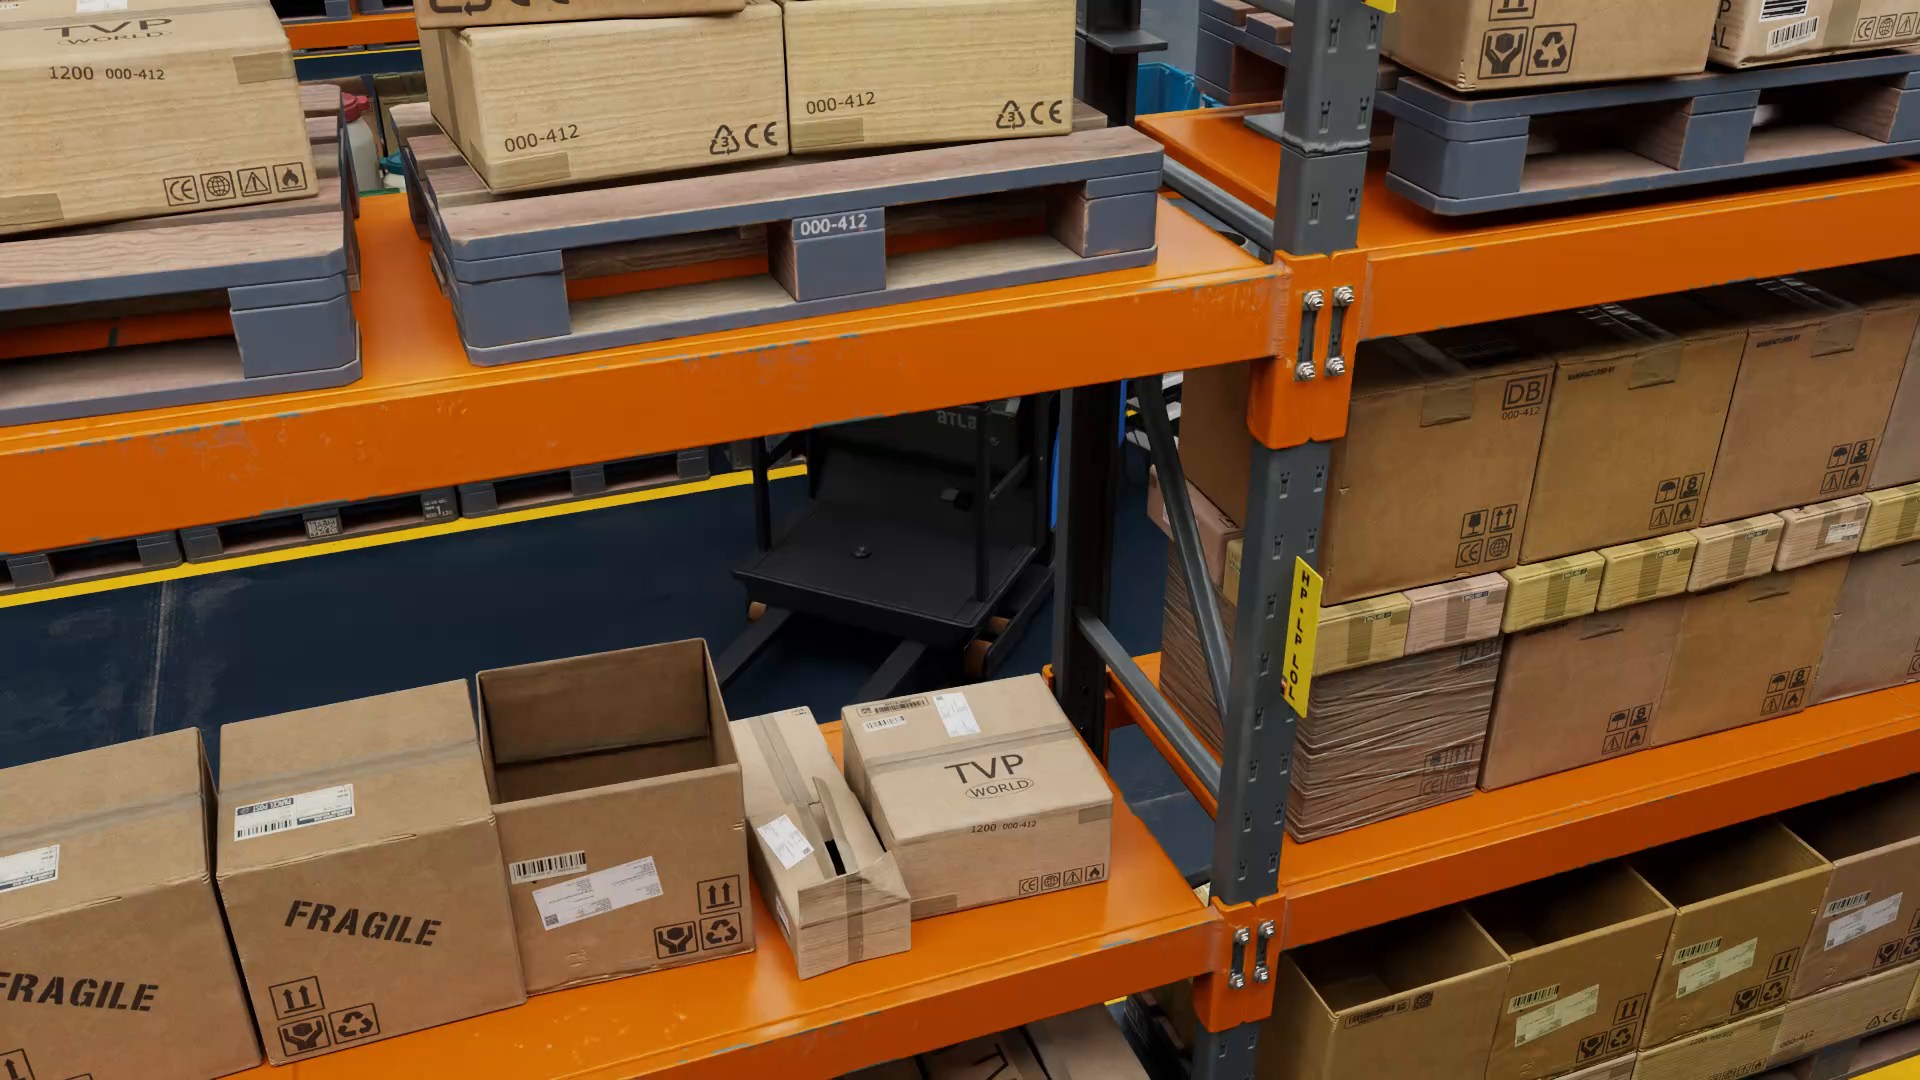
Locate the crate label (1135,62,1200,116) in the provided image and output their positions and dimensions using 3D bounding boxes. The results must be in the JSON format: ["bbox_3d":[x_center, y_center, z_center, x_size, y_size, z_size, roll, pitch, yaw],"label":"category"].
[{"bbox_3d":[0.869,-2.149,8.457,0.616,0.435,0.502,-10,31,-18],"label":"crate label"}]

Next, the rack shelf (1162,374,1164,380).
[{"bbox_3d":[0.939,-0.857,7.867,0.200,0.077,0.258,-23,37,-34],"label":"rack shelf"}]

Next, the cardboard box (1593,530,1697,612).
[{"bbox_3d":[1.516,-0.004,3.971,0.250,0.149,0.380,-11,31,-18],"label":"cardboard box"}]

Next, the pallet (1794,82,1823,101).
[{"bbox_3d":[2.407,-1.221,3.922,1.213,0.211,1.003,-10,31,-18],"label":"pallet"}]

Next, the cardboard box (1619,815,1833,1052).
[{"bbox_3d":[1.956,0.991,4.576,0.500,0.500,0.500,-10,31,-18],"label":"cardboard box"}]

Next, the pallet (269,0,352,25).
[{"bbox_3d":[-4.884,-3.772,11.534,1.213,0.211,1.003,-10,31,-18],"label":"pallet"}]

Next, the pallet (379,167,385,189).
[{"bbox_3d":[-4.851,-2.626,12.145,1.213,0.211,1.003,-10,31,-18],"label":"pallet"}]

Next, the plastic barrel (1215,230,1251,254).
[{"bbox_3d":[1.440,-1.443,9.342,0.421,0.512,0.421,0,30,0],"label":"plastic barrel"}]

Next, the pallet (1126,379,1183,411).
[{"bbox_3d":[0.540,-0.984,9.264,1.213,0.211,1.003,-10,31,-18],"label":"pallet"}]

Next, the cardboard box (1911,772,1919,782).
[{"bbox_3d":[2.893,0.818,4.880,0.500,0.500,0.500,-10,31,-18],"label":"cardboard box"}]

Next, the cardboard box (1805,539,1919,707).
[{"bbox_3d":[2.332,0.021,4.582,0.500,0.500,0.700,-9,31,-16],"label":"cardboard box"}]

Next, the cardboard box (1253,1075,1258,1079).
[{"bbox_3d":[1.015,1.485,4.467,0.500,0.250,0.500,-10,31,-18],"label":"cardboard box"}]

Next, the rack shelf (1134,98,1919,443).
[{"bbox_3d":[2.349,-0.924,4.038,4.000,0.370,1.077,-10,31,-18],"label":"rack shelf"}]

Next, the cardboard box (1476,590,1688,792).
[{"bbox_3d":[1.380,0.195,4.277,0.500,0.500,0.700,-11,31,-18],"label":"cardboard box"}]

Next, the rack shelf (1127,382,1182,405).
[{"bbox_3d":[0.939,-0.700,7.956,0.200,0.077,0.258,-23,37,-34],"label":"rack shelf"}]

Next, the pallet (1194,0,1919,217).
[{"bbox_3d":[1.265,-1.012,3.556,1.213,0.211,1.003,-10,31,-18],"label":"pallet"}]

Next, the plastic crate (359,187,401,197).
[{"bbox_3d":[-2.783,-1.363,7.327,0.662,0.188,0.450,-10,31,-18],"label":"plastic crate"}]

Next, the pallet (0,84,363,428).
[{"bbox_3d":[-1.622,-0.472,2.709,1.213,0.211,1.003,-9,31,-15],"label":"pallet"}]

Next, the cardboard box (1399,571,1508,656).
[{"bbox_3d":[1.029,0.087,3.811,0.250,0.149,0.380,-10,31,-17],"label":"cardboard box"}]

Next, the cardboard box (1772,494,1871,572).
[{"bbox_3d":[2.001,-0.094,4.129,0.250,0.149,0.380,-11,32,-19],"label":"cardboard box"}]

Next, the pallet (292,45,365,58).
[{"bbox_3d":[-6.453,-4.911,16.157,1.213,0.211,1.003,-10,31,-18],"label":"pallet"}]

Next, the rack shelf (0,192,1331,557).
[{"bbox_3d":[-1.400,-0.234,2.826,4.000,0.370,1.077,-10,31,-18],"label":"rack shelf"}]

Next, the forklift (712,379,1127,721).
[{"bbox_3d":[-0.257,-0.946,6.449,1.130,2.935,3.031,12,32,21],"label":"forklift"}]

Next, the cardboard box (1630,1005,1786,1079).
[{"bbox_3d":[1.956,1.317,4.762,0.500,0.250,0.500,-10,31,-18],"label":"cardboard box"}]

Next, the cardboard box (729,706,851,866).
[{"bbox_3d":[-0.427,0.579,3.957,0.250,0.149,0.380,-10,31,-18],"label":"cardboard box"}]

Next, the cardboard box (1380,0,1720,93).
[{"bbox_3d":[1.039,-1.143,3.029,0.500,0.500,0.500,-8,31,-14],"label":"cardboard box"}]

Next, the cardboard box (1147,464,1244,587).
[{"bbox_3d":[0.655,-0.060,4.068,0.250,0.149,0.380,-10,31,-18],"label":"cardboard box"}]

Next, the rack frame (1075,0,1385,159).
[{"bbox_3d":[0.475,-2.195,2.512,0.127,3.000,1.000,-10,31,-18],"label":"rack frame"}]

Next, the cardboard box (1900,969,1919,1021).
[{"bbox_3d":[2.892,1.142,5.068,0.500,0.250,0.500,-10,31,-18],"label":"cardboard box"}]

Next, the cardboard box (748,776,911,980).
[{"bbox_3d":[-0.285,0.707,3.614,0.258,0.266,0.396,-11,32,-19],"label":"cardboard box"}]

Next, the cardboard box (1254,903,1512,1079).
[{"bbox_3d":[1.019,1.164,4.273,0.500,0.500,0.500,-10,31,-18],"label":"cardboard box"}]

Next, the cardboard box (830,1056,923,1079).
[{"bbox_3d":[-0.290,1.476,3.916,0.500,0.311,0.500,-10,31,-16],"label":"cardboard box"}]

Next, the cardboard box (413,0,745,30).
[{"bbox_3d":[-0.643,-1.137,2.656,0.500,0.500,0.500,-7,31,-13],"label":"cardboard box"}]

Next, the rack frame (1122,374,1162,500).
[{"bbox_3d":[0.862,-0.619,7.926,0.006,0.900,0.240,-23,37,-34],"label":"rack frame"}]

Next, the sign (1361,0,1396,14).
[{"bbox_3d":[0.673,-1.003,2.609,0.005,0.325,0.100,-10,31,-18],"label":"sign"}]

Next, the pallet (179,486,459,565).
[{"bbox_3d":[-3.117,-0.309,8.079,1.213,0.211,1.003,-10,31,-18],"label":"pallet"}]

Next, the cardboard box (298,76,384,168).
[{"bbox_3d":[-4.537,-3.023,12.107,0.500,0.500,0.700,-13,32,-22],"label":"cardboard box"}]

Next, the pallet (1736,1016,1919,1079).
[{"bbox_3d":[2.380,1.293,5.267,1.213,0.211,1.003,-10,31,-18],"label":"pallet"}]

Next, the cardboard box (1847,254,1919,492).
[{"bbox_3d":[2.299,-0.535,4.247,0.500,0.500,0.700,-10,31,-18],"label":"cardboard box"}]

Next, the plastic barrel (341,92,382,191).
[{"bbox_3d":[-2.910,-1.756,7.664,0.433,0.535,0.433,0,30,0],"label":"plastic barrel"}]

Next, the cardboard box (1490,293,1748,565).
[{"bbox_3d":[1.362,-0.363,3.945,0.500,0.500,0.700,-11,31,-18],"label":"cardboard box"}]

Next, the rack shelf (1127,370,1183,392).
[{"bbox_3d":[0.939,-0.779,7.911,0.200,0.077,0.258,-23,37,-34],"label":"rack shelf"}]

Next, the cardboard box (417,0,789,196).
[{"bbox_3d":[-0.620,-0.811,2.840,0.500,0.250,0.500,-14,32,-22],"label":"cardboard box"}]

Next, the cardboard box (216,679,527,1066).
[{"bbox_3d":[-1.214,0.671,3.441,0.500,0.500,0.500,-10,31,-18],"label":"cardboard box"}]

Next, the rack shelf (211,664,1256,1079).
[{"bbox_3d":[-1.400,1.070,3.569,4.000,0.370,1.077,-10,31,-18],"label":"rack shelf"}]

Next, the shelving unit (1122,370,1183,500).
[{"bbox_3d":[0.939,-0.651,7.984,0.210,0.900,0.258,-23,37,-34],"label":"shelving unit"}]
